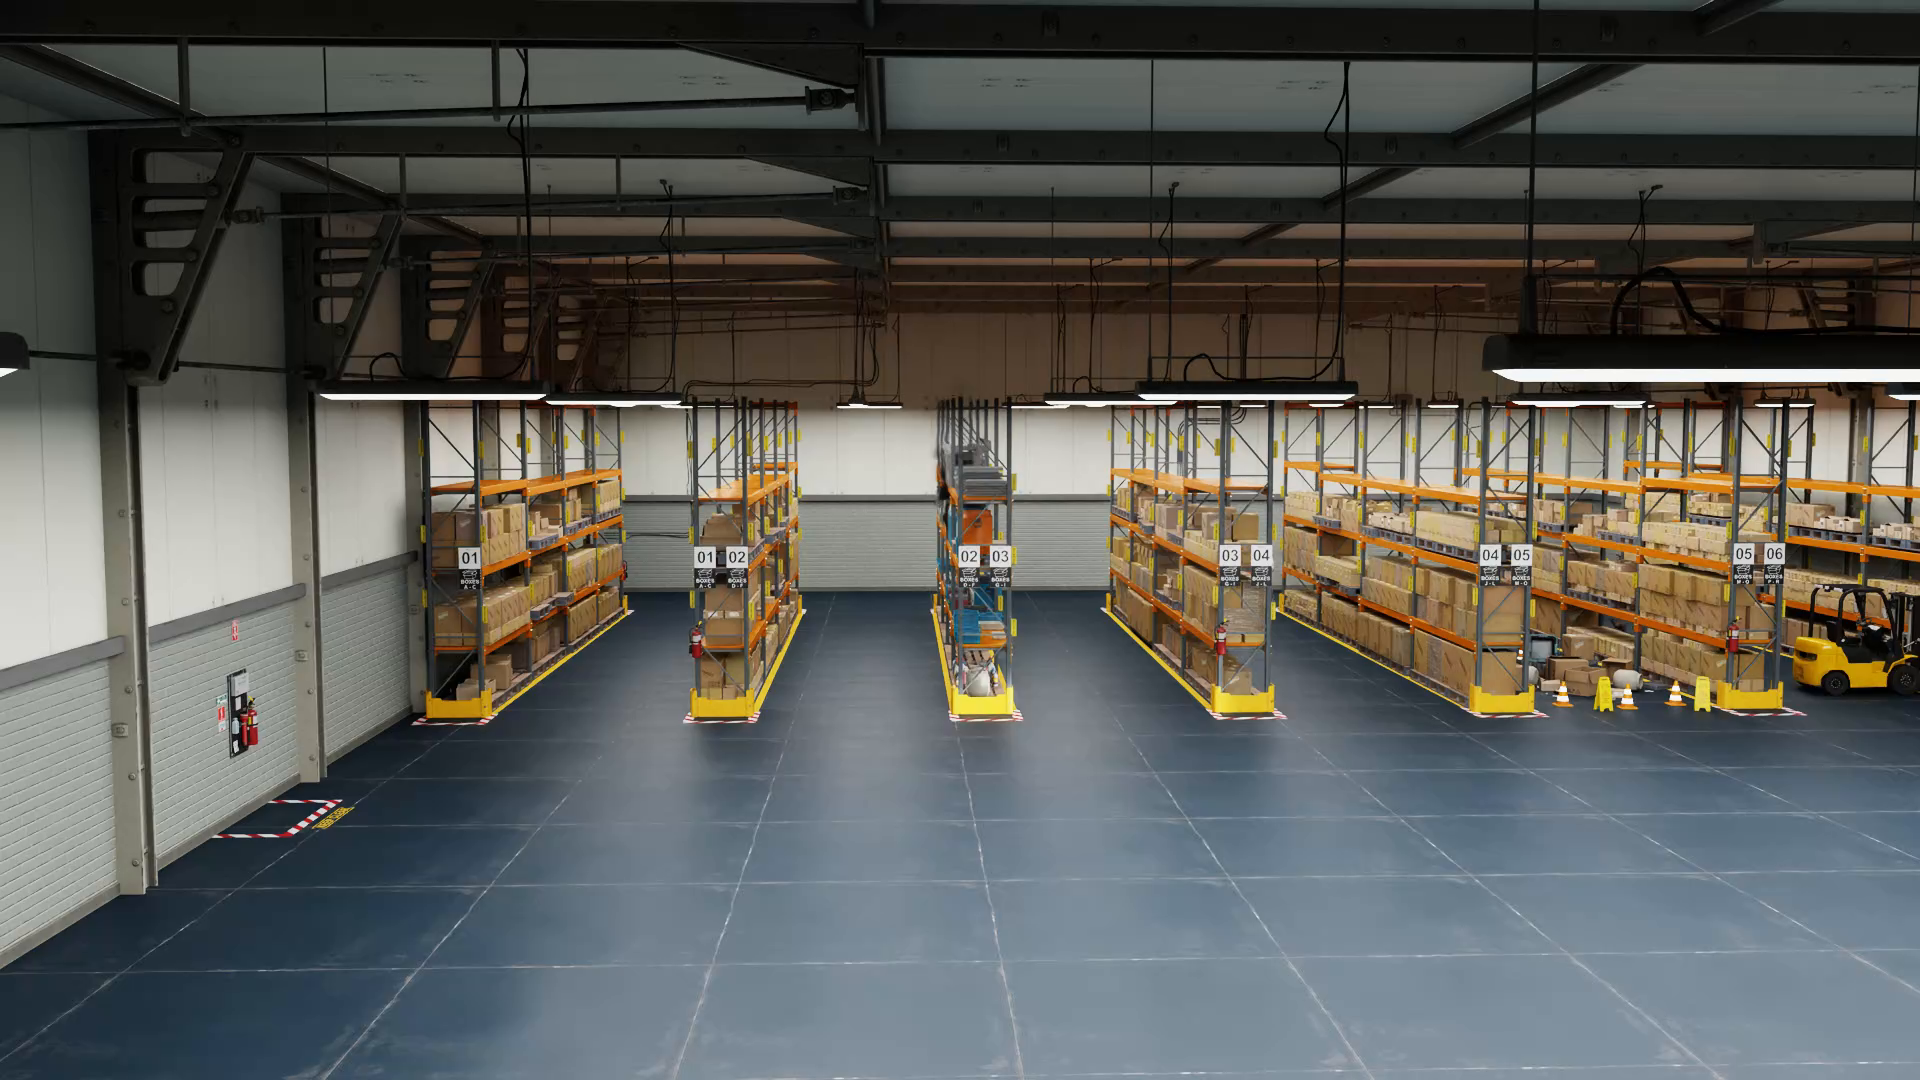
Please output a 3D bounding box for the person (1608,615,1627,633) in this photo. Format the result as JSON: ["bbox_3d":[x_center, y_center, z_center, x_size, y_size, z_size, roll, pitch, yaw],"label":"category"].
[{"bbox_3d":[16.822,1.599,42.436,0.669,1.683,0.618,0,4,-3],"label":"person"}]

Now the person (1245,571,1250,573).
[{"bbox_3d":[8.399,1.194,48.147,0.615,1.624,0.539,2,5,27],"label":"person"}]

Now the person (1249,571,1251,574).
[{"bbox_3d":[8.196,1.380,45.389,0.663,1.674,0.618,0,4,-5],"label":"person"}]

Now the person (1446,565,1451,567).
[{"bbox_3d":[14.725,1.037,49.359,0.704,1.722,0.706,2,5,19],"label":"person"}]
